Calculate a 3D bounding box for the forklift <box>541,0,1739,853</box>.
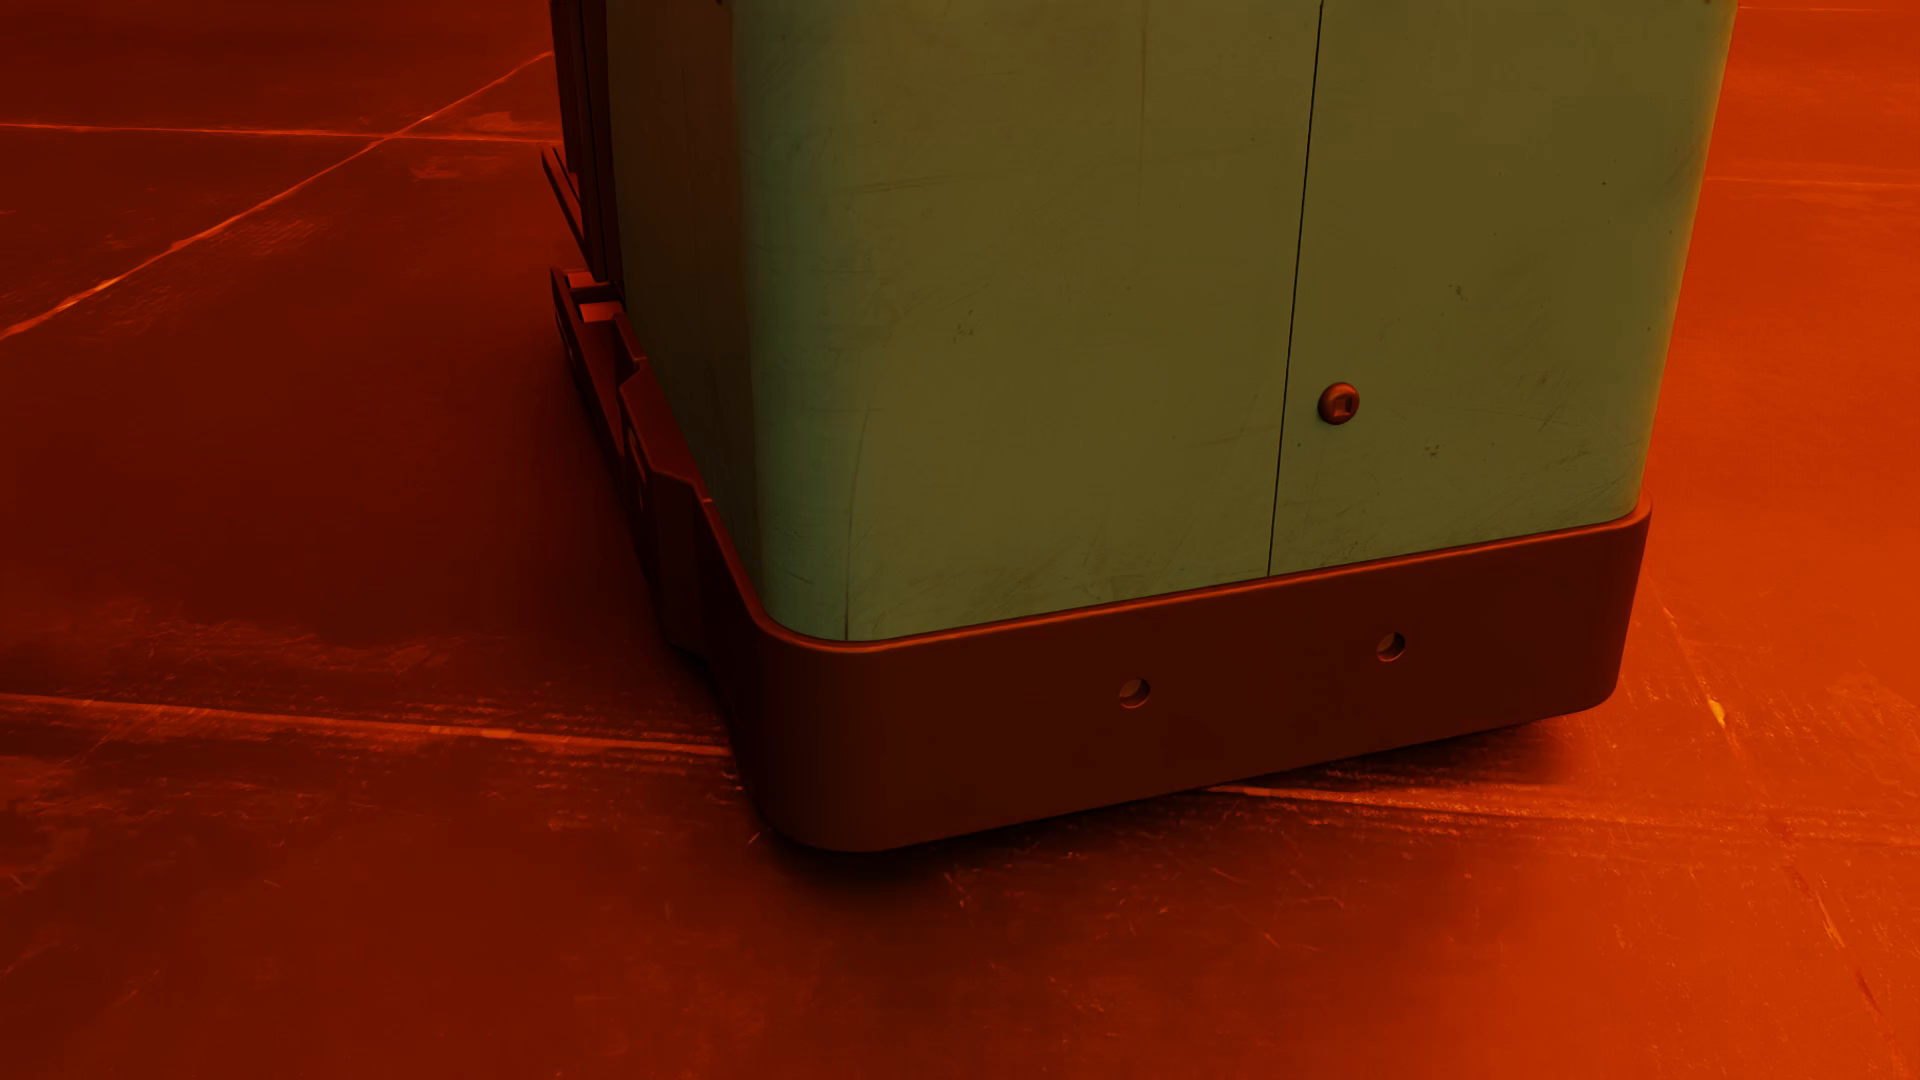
[{"bbox_3d":[-0.151,-1.630,2.484,1.130,2.935,3.031,-8,28,-16],"label":"forklift"}]
